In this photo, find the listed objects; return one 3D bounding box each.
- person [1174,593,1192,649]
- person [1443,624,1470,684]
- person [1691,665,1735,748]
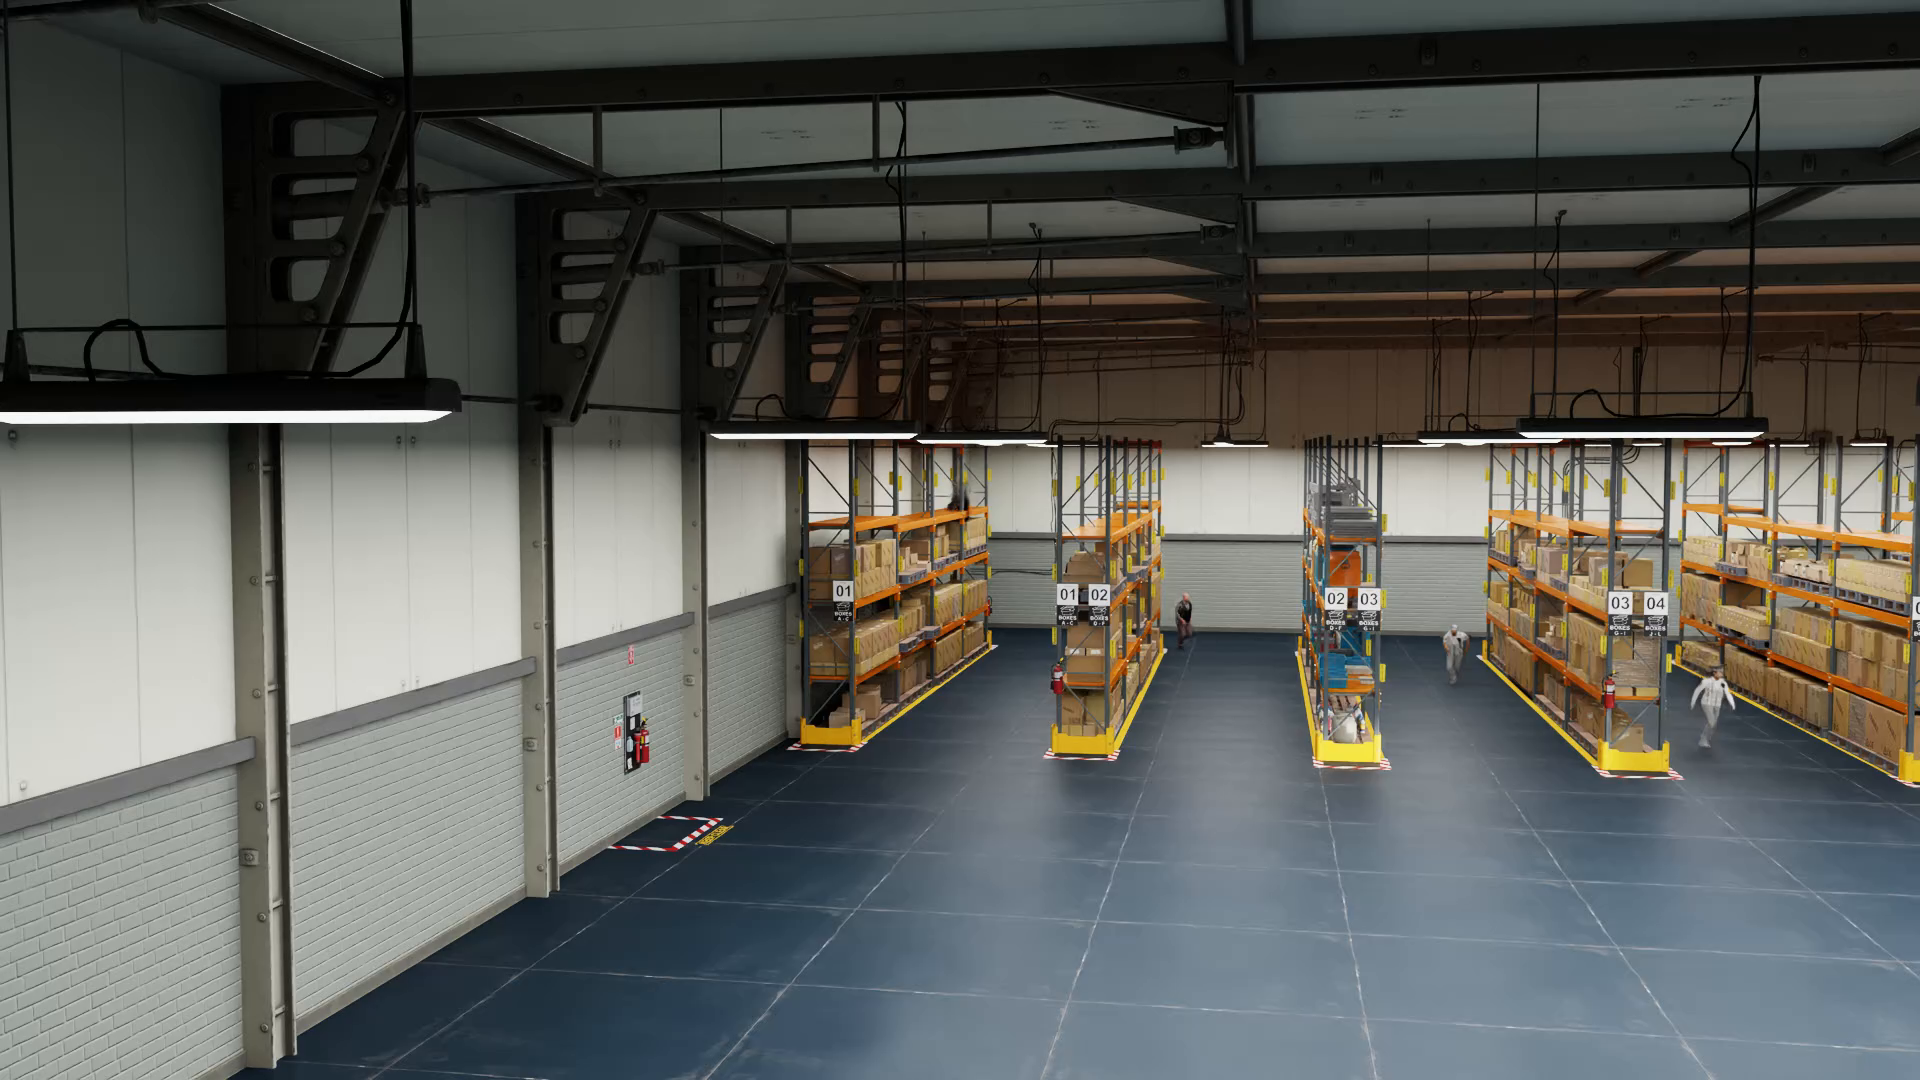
[{"bbox_3d":[6.397,2.325,47.675,0.652,1.633,0.589,-2,3,-27],"label":"person"},{"bbox_3d":[12.139,2.782,40.675,0.628,1.499,0.851,1,3,18],"label":"person"},{"bbox_3d":[14.400,3.183,31.707,0.570,1.620,0.761,-1,3,-10],"label":"person"}]
